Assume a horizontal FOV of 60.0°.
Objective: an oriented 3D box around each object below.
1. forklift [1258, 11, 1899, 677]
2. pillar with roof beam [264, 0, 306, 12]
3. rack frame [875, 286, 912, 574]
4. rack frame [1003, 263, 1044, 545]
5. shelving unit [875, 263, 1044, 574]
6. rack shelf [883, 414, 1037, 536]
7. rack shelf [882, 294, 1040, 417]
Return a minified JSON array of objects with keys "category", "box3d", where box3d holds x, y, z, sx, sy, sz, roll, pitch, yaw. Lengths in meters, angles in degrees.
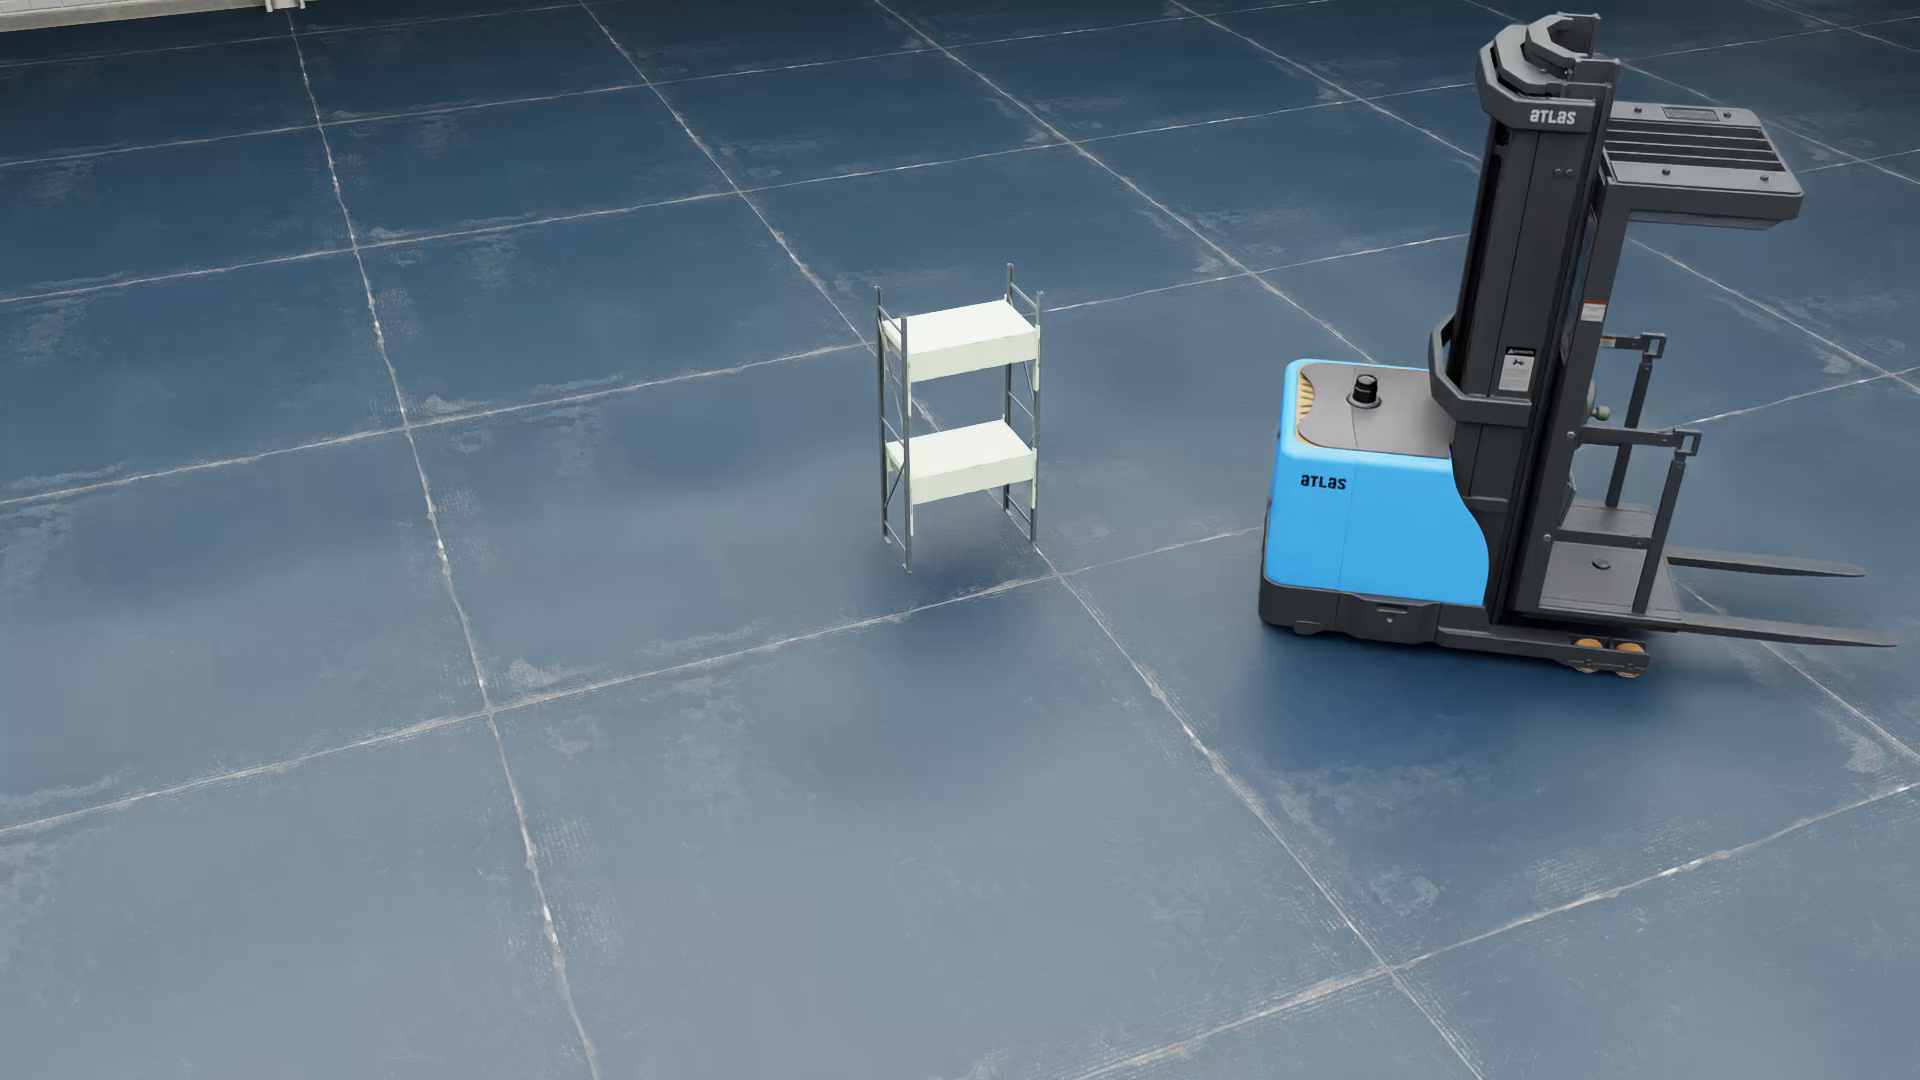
[{"category":"forklift","box3d":[3.088,-0.873,7.823,3.031,2.935,1.130,6,34,9]},{"category":"pillar with roof beam","box3d":[-5.674,-7.416,12.314,0.400,9.000,9.100,-13,35,-19]},{"category":"rack frame","box3d":[-0.344,-0.550,8.638,0.023,1.500,0.400,-13,35,-19]},{"category":"rack frame","box3d":[0.331,-0.704,8.876,0.023,1.500,0.400,-13,35,-19]},{"category":"shelving unit","box3d":[-0.006,-0.627,8.757,0.755,1.500,0.431,-13,35,-19]},{"category":"rack shelf","box3d":[-0.006,-0.354,8.935,0.720,0.370,0.431,-13,35,-19]},{"category":"rack shelf","box3d":[-0.006,-0.954,8.544,0.720,0.370,0.431,-13,35,-19]}]
